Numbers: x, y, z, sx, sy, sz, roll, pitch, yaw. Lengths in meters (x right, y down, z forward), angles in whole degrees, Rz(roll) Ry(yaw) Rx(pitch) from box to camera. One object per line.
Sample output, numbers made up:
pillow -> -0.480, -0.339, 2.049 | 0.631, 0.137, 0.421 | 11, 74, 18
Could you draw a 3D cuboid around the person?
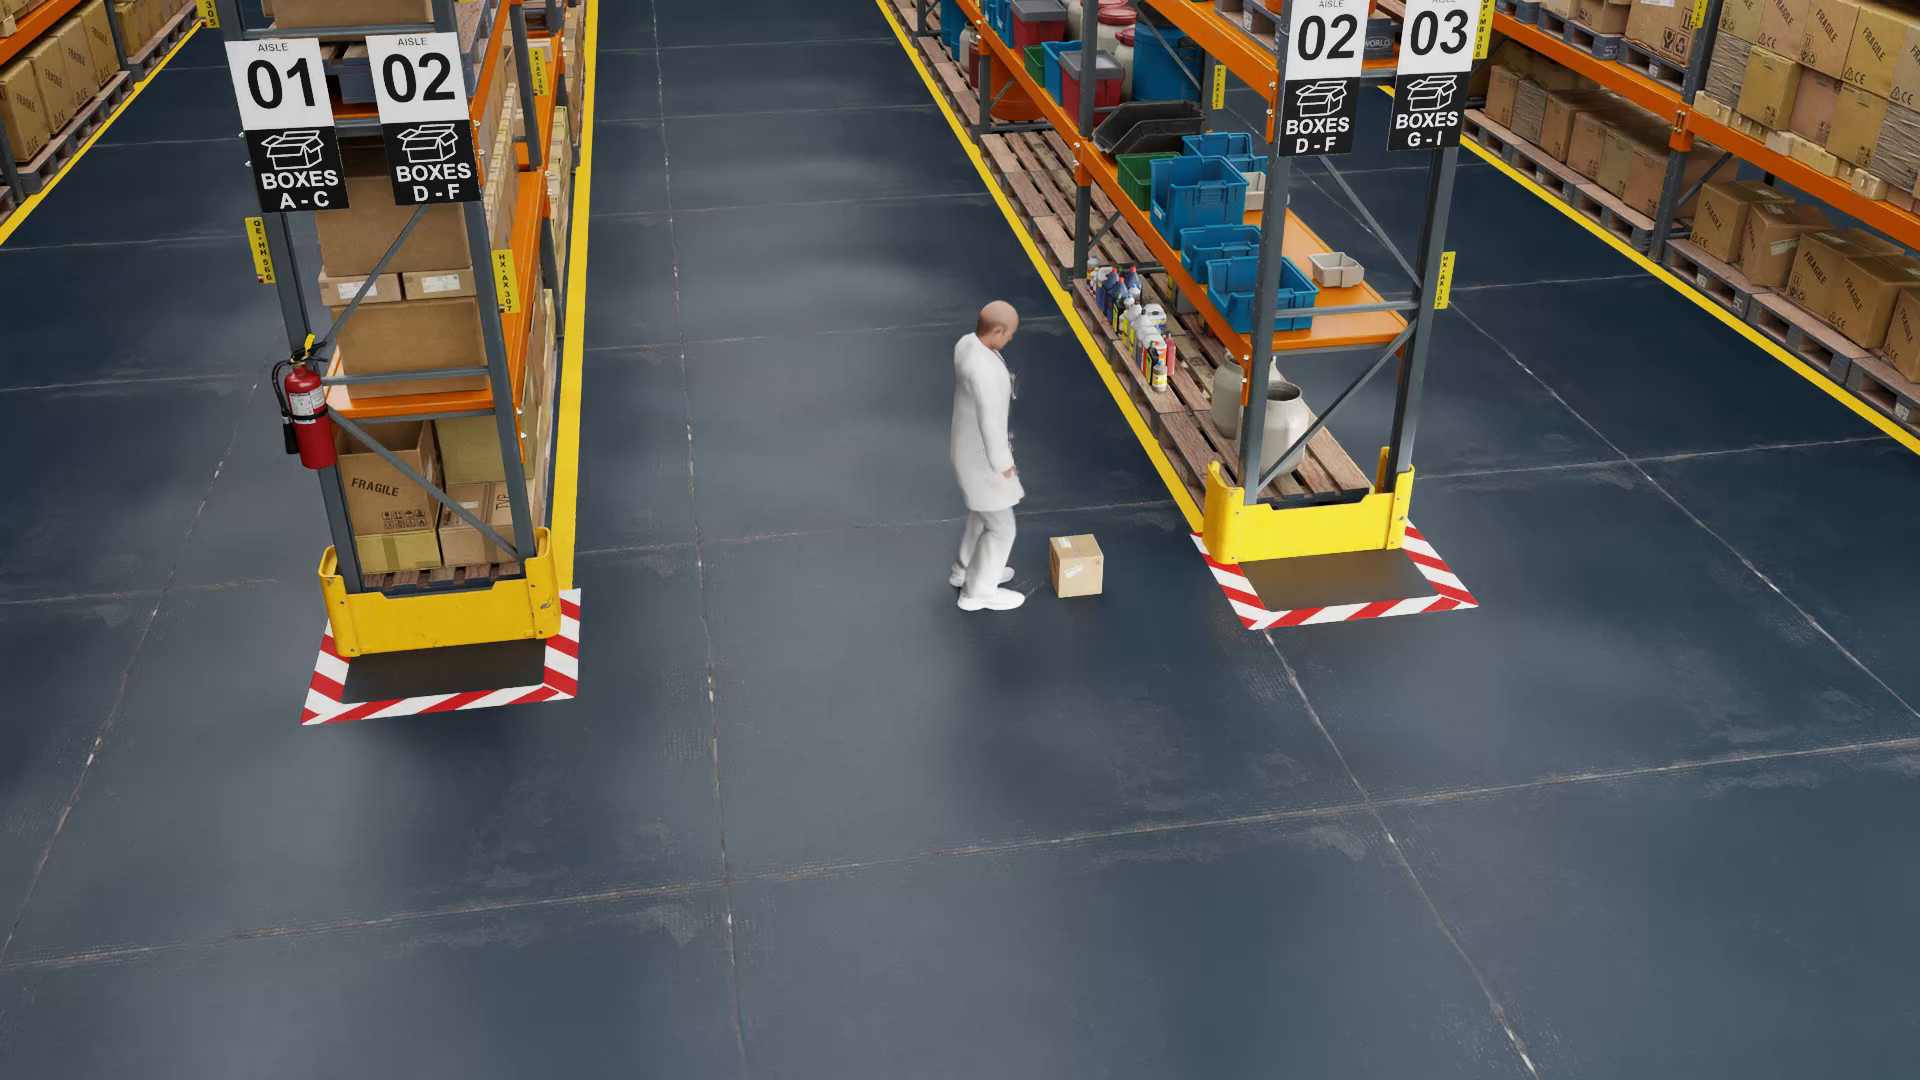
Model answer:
person -> 0.144, -0.461, 8.990 | 0.385, 1.745, 0.579 | -5, 31, -8
